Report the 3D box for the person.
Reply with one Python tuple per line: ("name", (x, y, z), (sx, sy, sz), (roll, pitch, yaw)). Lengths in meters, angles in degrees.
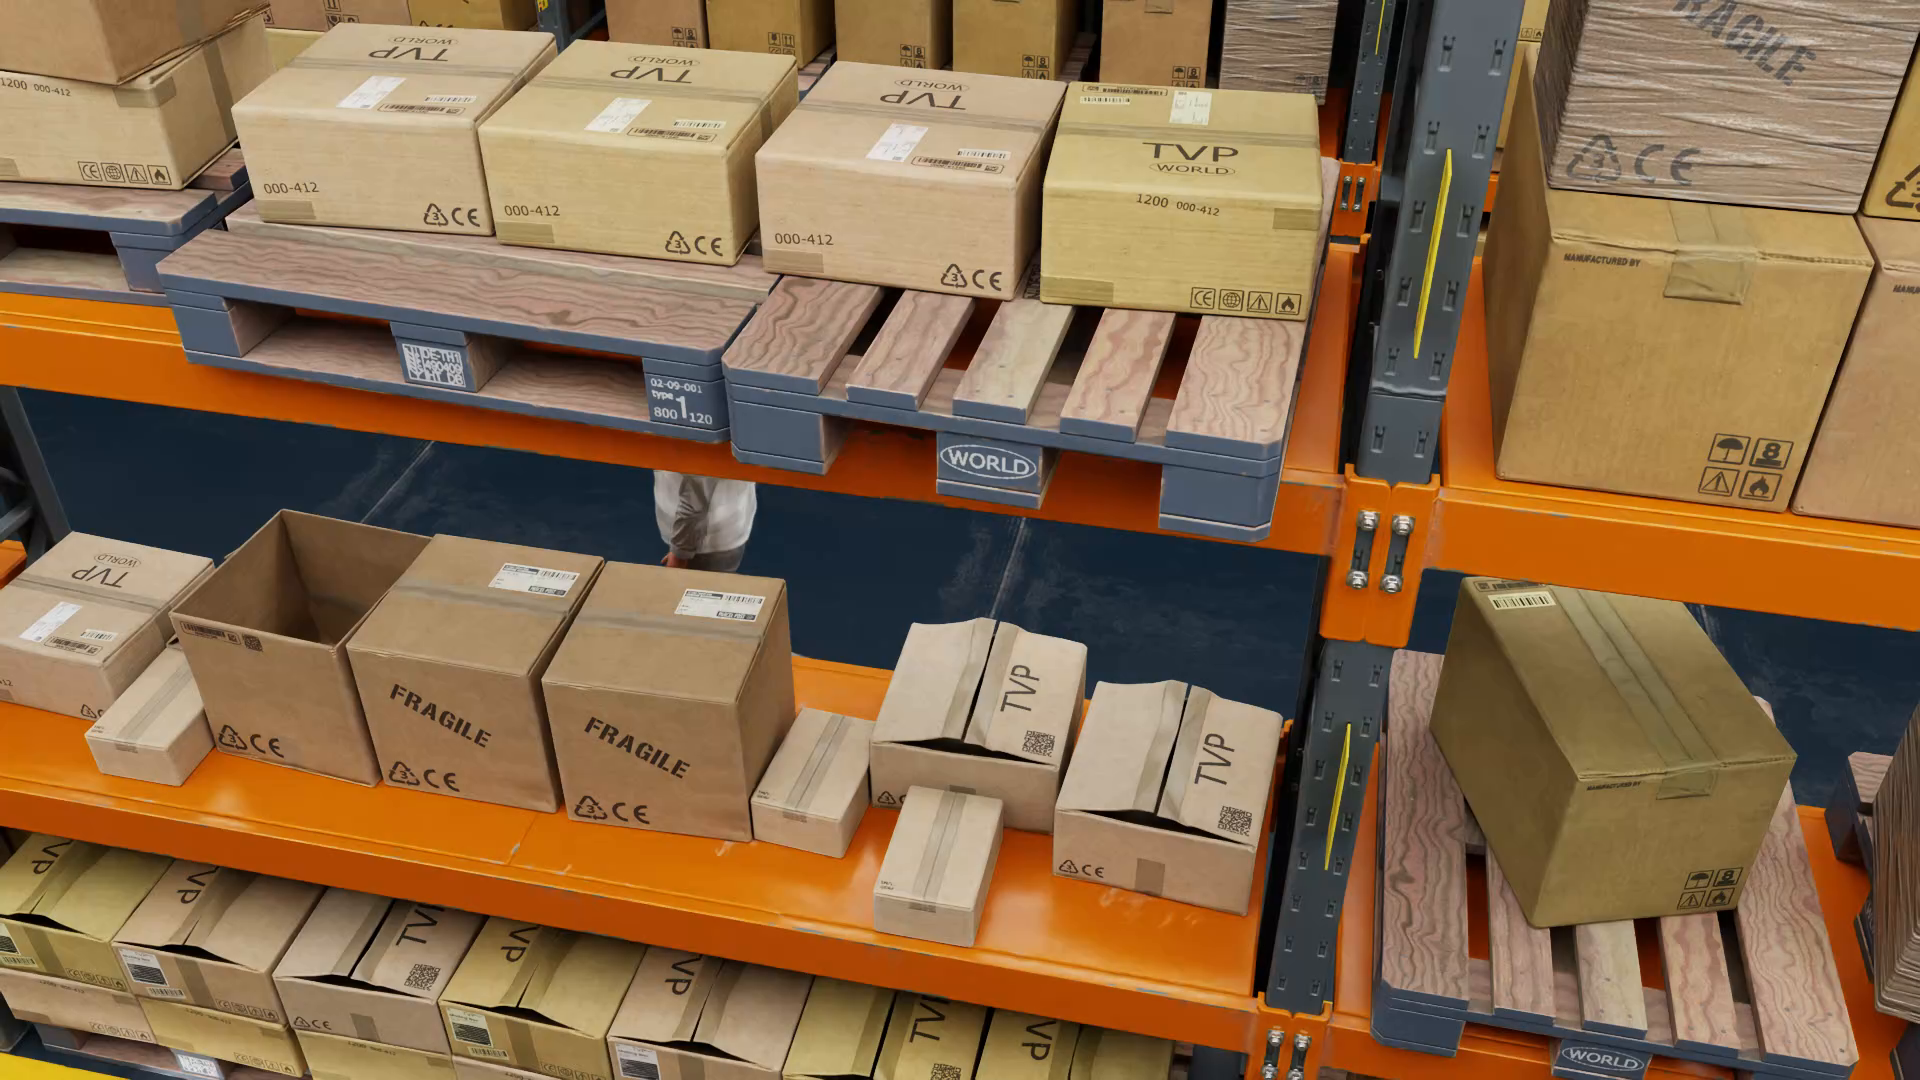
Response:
("person", (-0.977, -0.067, 6.220), (0.826, 1.748, 0.550), (3, 36, 4))
